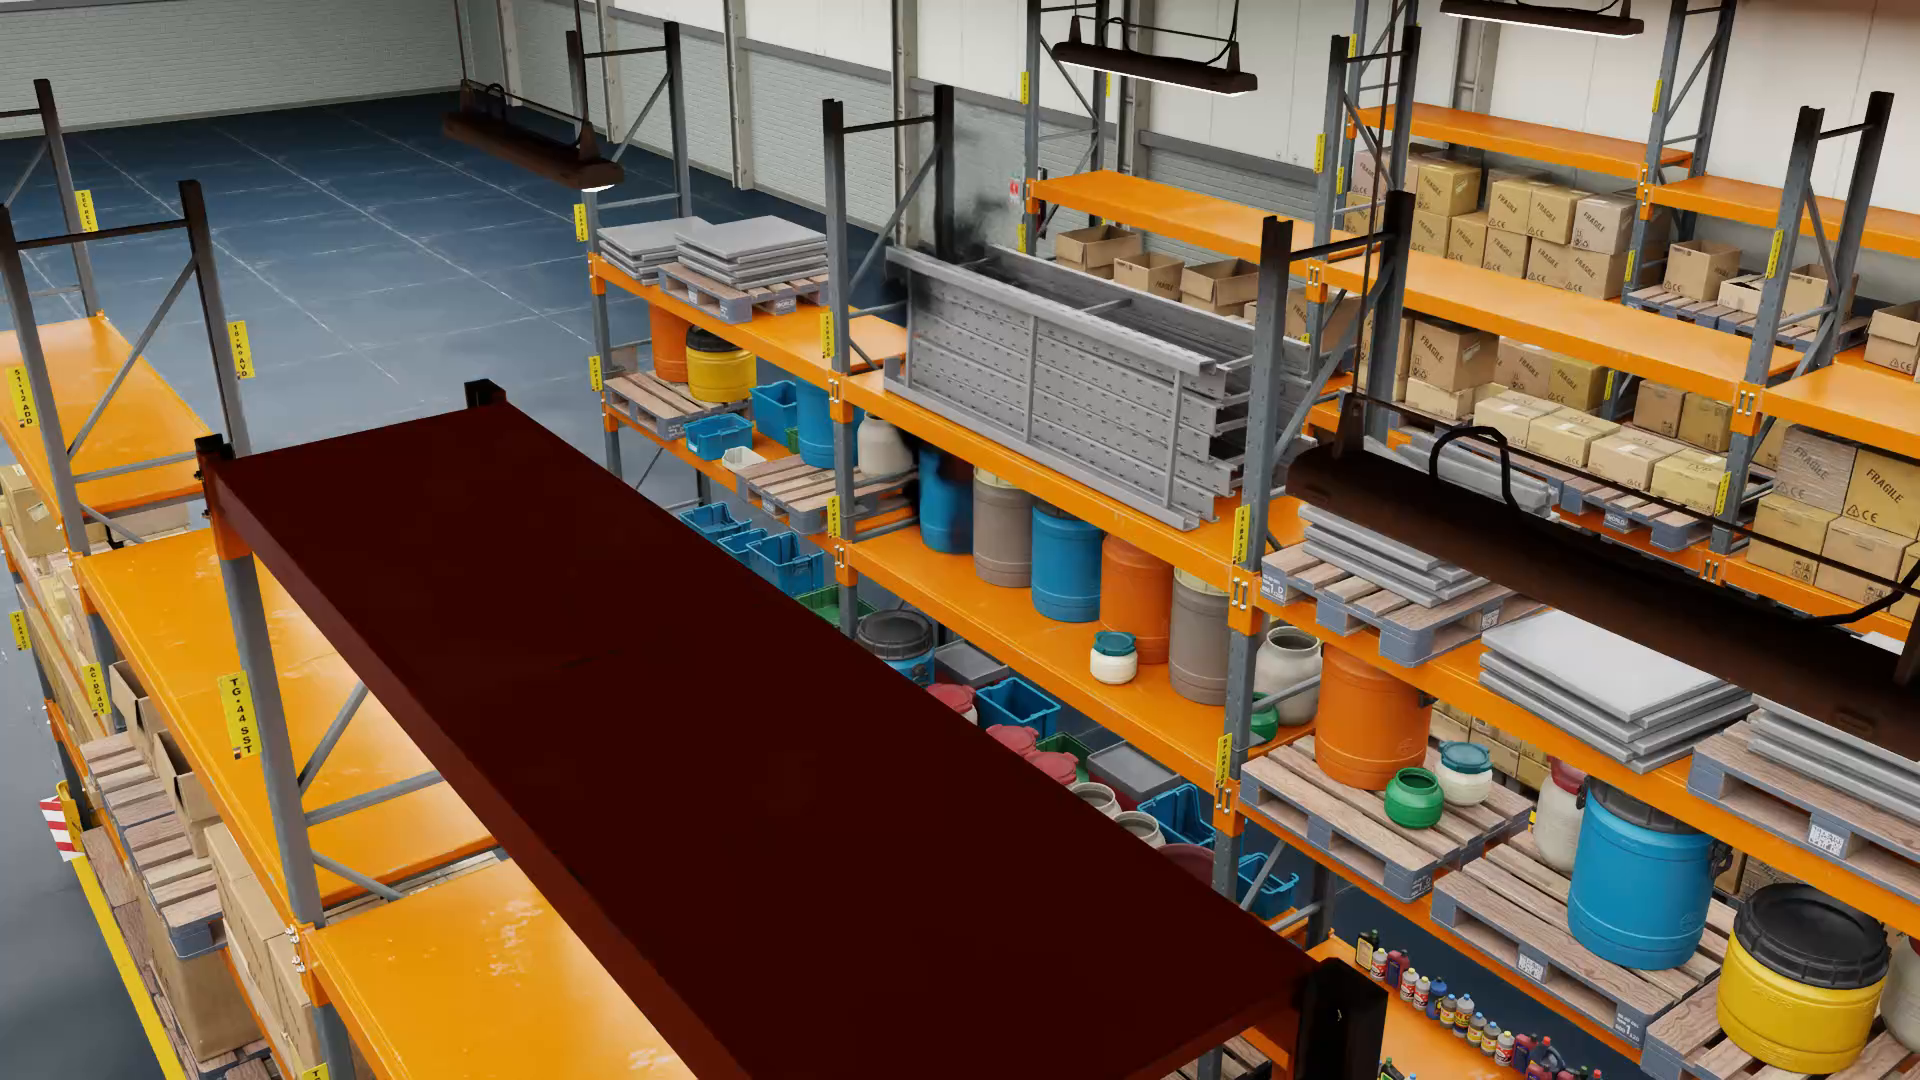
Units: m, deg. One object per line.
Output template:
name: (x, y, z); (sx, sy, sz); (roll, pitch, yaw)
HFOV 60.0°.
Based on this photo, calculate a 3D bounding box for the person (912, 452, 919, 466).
person: (-0.717, -1.315, 19.937); (0.685, 1.624, 0.552); (-3, 25, -6)
